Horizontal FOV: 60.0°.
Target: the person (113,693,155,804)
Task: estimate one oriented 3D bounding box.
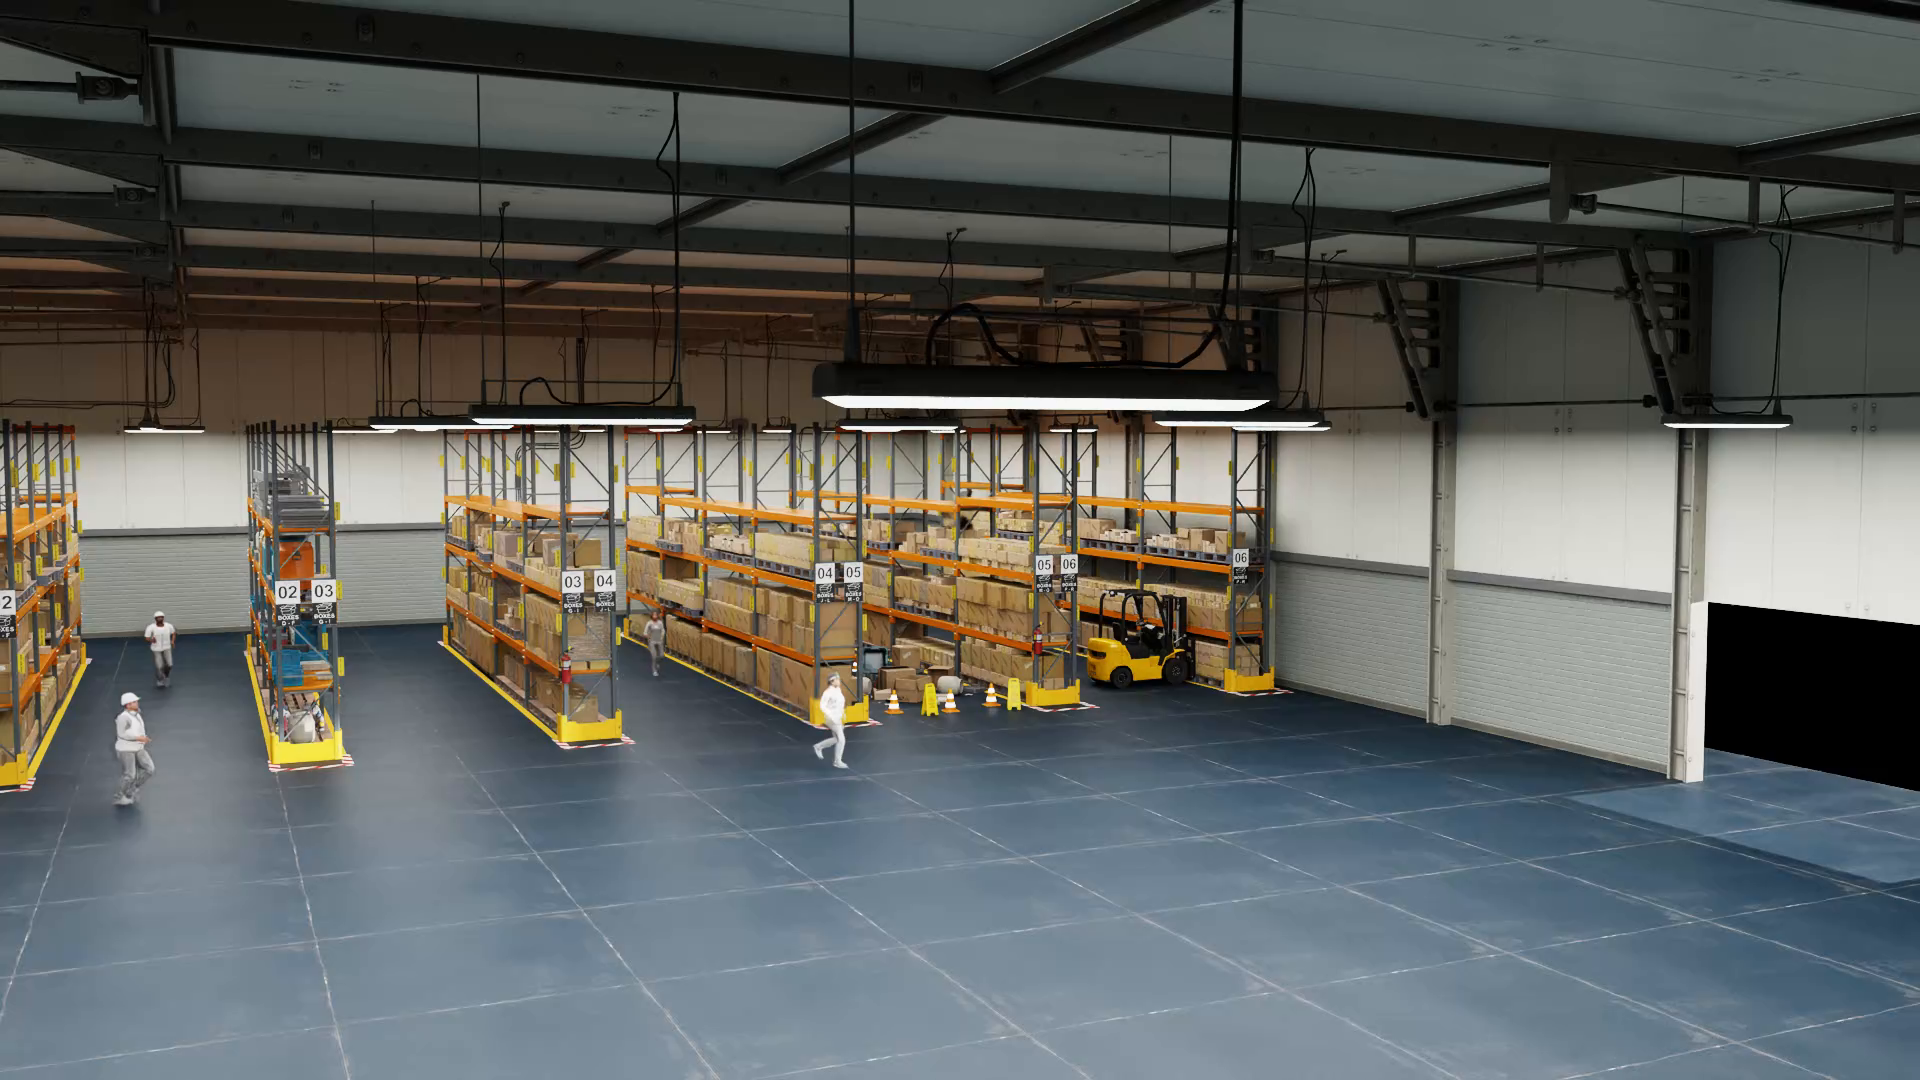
[{"bbox_3d":[-12.792,3.235,25.752,0.647,1.755,0.647,0,4,4],"label":"person"}]

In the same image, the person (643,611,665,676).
[{"bbox_3d":[-7.277,2.466,39.686,0.532,1.550,0.560,-2,4,-25],"label":"person"}]

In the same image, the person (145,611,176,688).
[{"bbox_3d":[-18.084,2.493,37.687,0.680,1.750,0.626,-3,4,-36],"label":"person"}]

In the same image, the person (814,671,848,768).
[{"bbox_3d":[-2.254,3.100,28.821,0.681,1.668,0.642,1,4,19],"label":"person"}]
